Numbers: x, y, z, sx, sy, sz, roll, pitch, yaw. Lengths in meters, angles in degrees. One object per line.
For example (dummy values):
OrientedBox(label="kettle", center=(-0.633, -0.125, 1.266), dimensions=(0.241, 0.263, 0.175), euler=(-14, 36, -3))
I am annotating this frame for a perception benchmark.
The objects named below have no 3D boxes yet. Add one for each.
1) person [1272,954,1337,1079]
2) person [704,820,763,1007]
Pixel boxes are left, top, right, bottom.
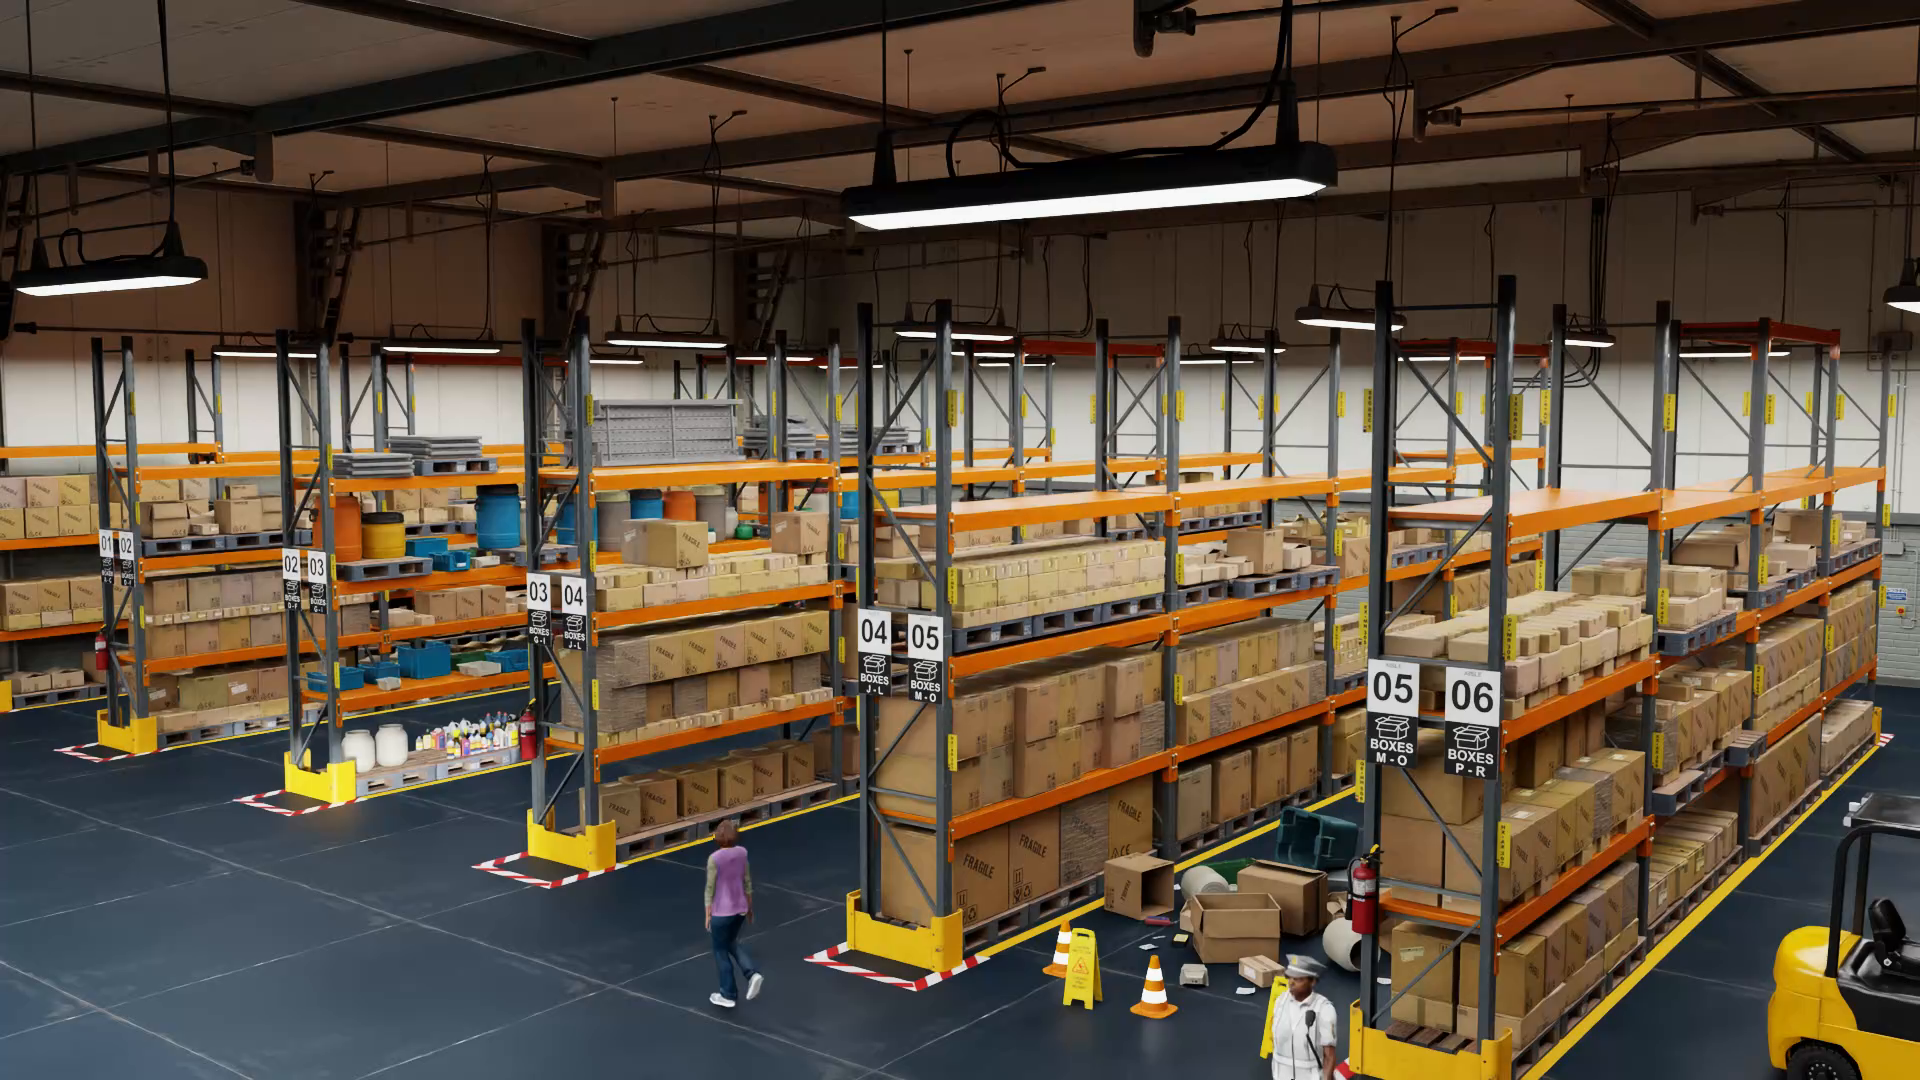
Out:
OrientedBox(label="person", center=(2.141, 3.416, 10.457), dimensions=(0.470, 1.640, 0.955), euler=(3, 6, 33))
OrientedBox(label="person", center=(-1.917, 3.138, 13.958), dimensions=(0.478, 1.587, 0.414), euler=(4, 6, 36))
